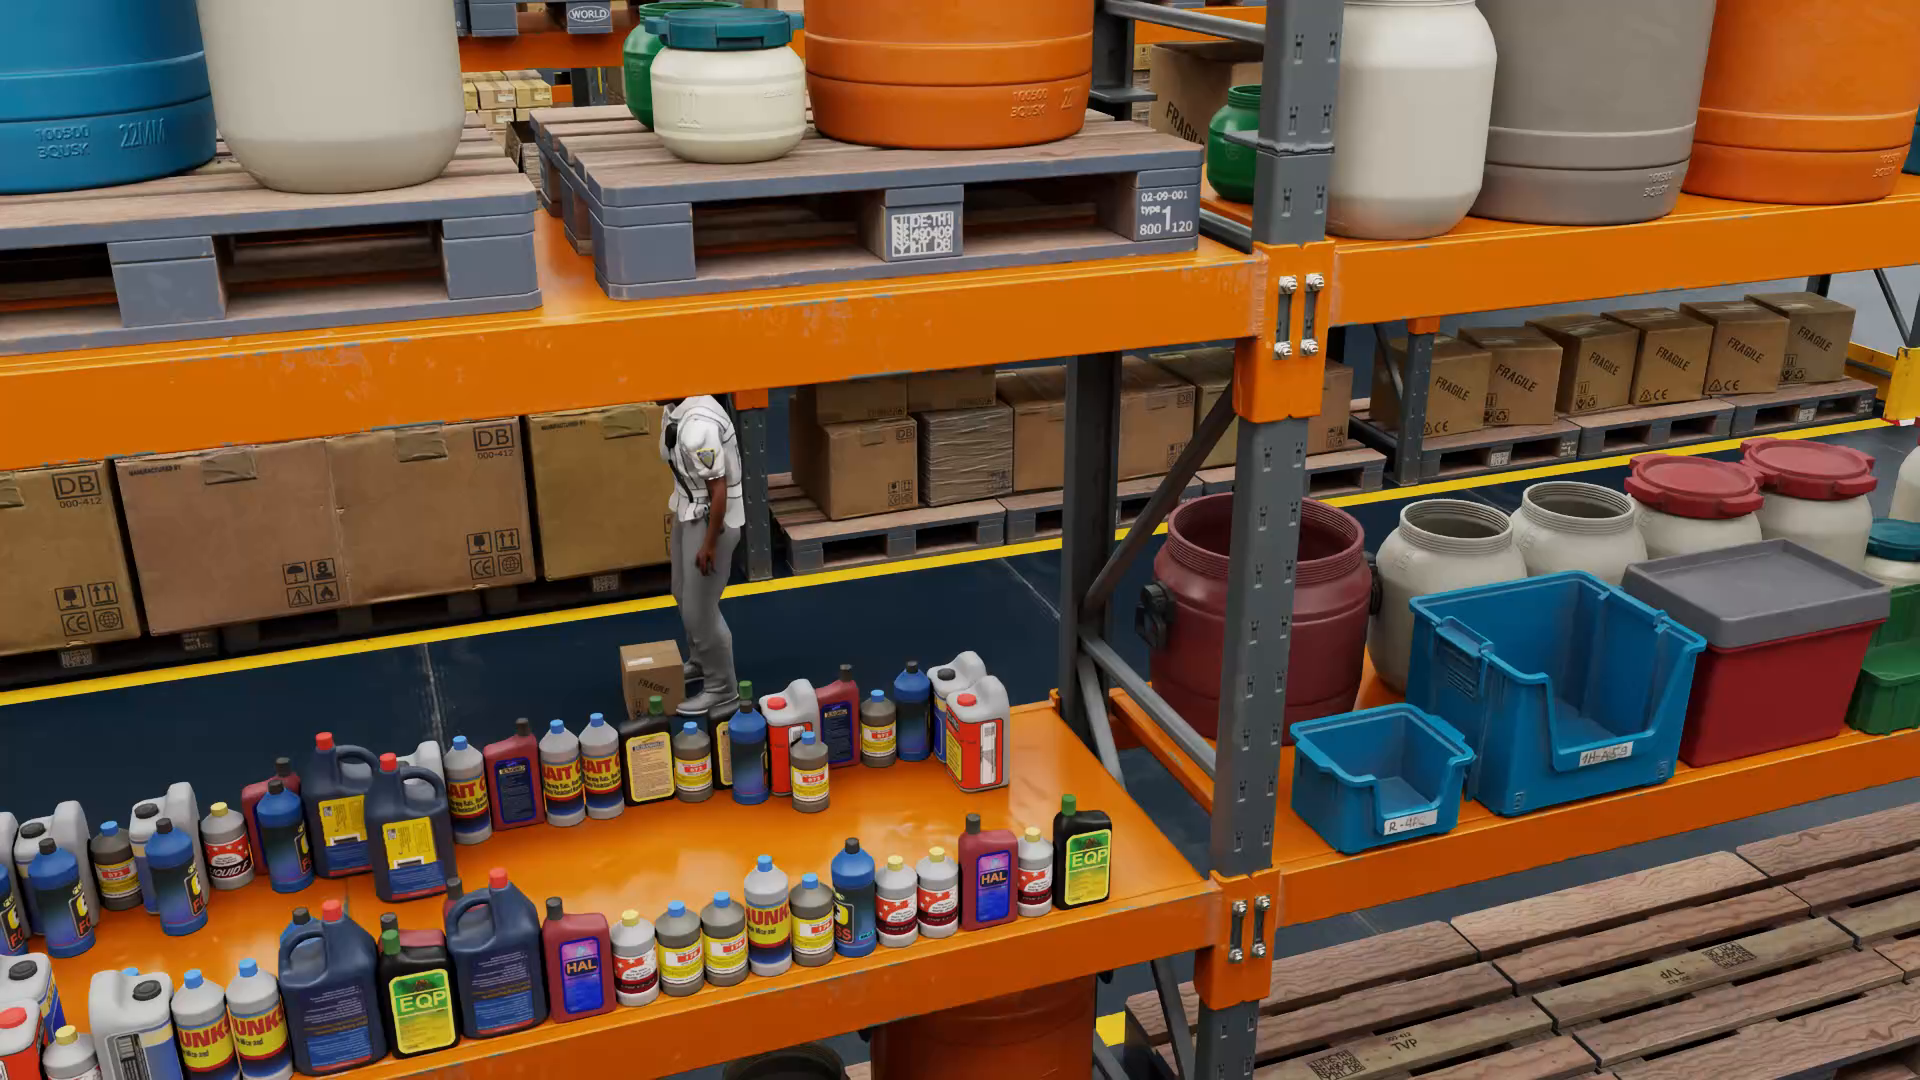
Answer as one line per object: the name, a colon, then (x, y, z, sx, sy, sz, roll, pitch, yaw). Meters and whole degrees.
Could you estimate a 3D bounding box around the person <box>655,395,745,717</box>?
person: (-1.150, -0.060, 7.239, 0.395, 1.658, 0.527, -10, 25, -22)
